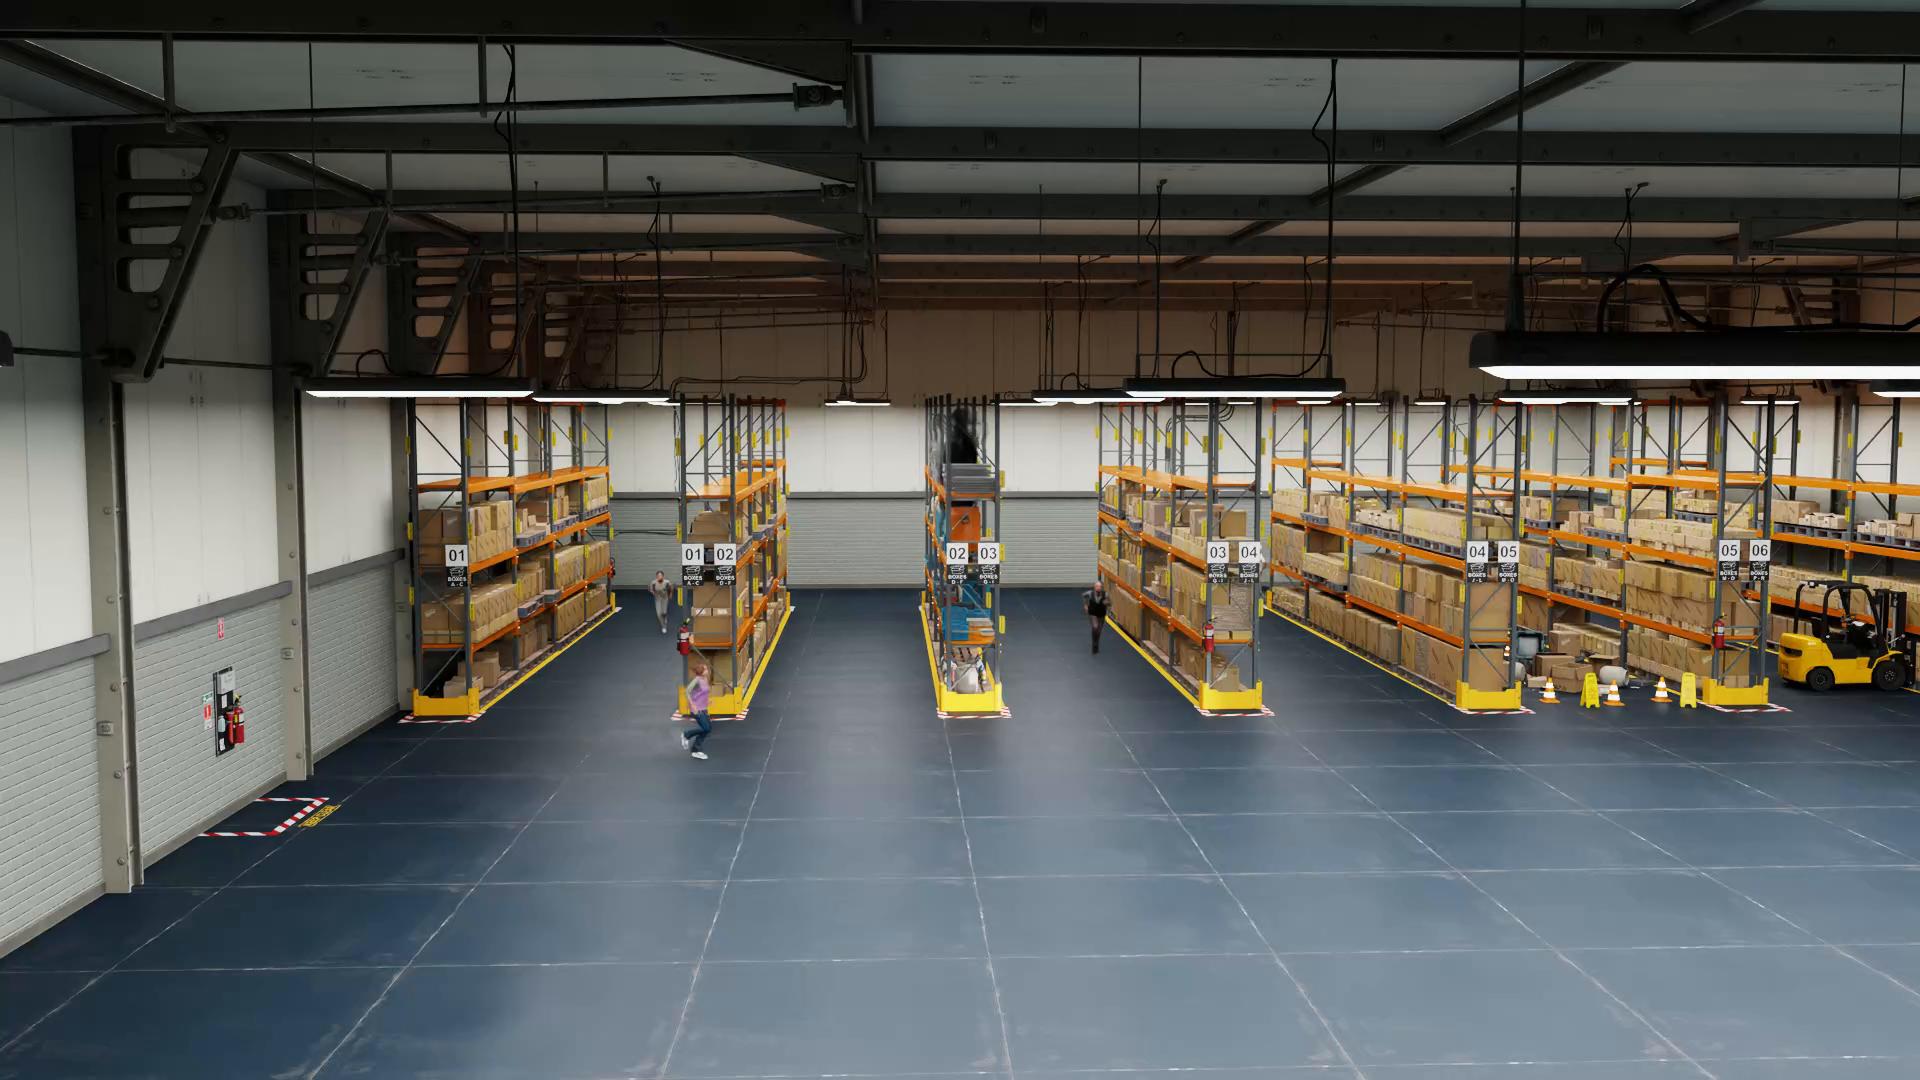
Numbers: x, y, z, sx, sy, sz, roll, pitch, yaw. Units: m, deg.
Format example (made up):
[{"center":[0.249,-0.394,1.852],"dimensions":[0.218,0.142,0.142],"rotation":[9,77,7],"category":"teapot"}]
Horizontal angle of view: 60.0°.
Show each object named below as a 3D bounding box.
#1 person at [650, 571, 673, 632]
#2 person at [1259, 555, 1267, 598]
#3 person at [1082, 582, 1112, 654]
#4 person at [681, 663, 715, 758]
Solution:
[{"center":[-7.641,1.578,42.598],"dimensions":[0.554,1.593,0.687],"rotation":[0,5,-1],"category":"person"},{"center":[8.577,0.988,48.869],"dimensions":[0.890,1.750,0.759],"rotation":[-1,5,-8],"category":"person"},{"center":[3.202,1.892,38.920],"dimensions":[0.647,1.523,0.925],"rotation":[-1,5,-9],"category":"person"},{"center":[-4.310,2.799,27.323],"dimensions":[0.533,1.556,0.553],"rotation":[1,5,16],"category":"person"}]
